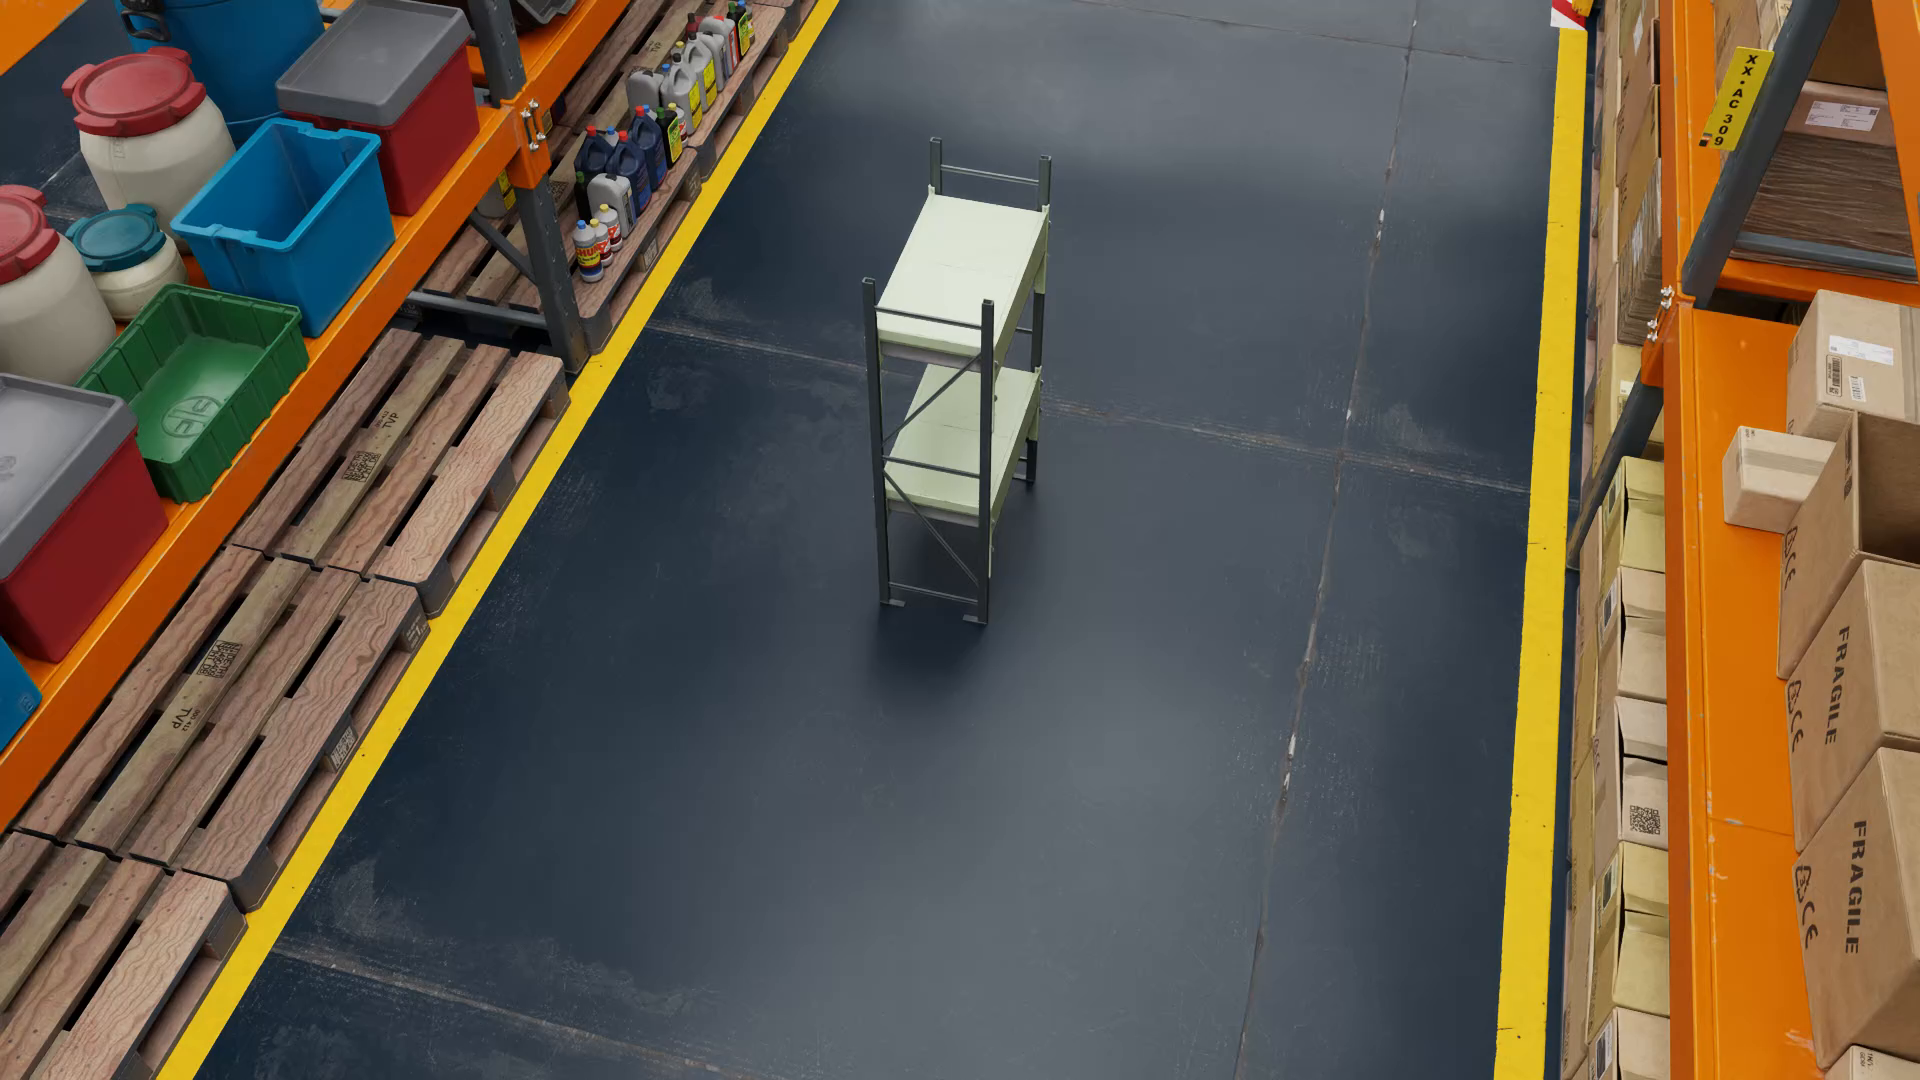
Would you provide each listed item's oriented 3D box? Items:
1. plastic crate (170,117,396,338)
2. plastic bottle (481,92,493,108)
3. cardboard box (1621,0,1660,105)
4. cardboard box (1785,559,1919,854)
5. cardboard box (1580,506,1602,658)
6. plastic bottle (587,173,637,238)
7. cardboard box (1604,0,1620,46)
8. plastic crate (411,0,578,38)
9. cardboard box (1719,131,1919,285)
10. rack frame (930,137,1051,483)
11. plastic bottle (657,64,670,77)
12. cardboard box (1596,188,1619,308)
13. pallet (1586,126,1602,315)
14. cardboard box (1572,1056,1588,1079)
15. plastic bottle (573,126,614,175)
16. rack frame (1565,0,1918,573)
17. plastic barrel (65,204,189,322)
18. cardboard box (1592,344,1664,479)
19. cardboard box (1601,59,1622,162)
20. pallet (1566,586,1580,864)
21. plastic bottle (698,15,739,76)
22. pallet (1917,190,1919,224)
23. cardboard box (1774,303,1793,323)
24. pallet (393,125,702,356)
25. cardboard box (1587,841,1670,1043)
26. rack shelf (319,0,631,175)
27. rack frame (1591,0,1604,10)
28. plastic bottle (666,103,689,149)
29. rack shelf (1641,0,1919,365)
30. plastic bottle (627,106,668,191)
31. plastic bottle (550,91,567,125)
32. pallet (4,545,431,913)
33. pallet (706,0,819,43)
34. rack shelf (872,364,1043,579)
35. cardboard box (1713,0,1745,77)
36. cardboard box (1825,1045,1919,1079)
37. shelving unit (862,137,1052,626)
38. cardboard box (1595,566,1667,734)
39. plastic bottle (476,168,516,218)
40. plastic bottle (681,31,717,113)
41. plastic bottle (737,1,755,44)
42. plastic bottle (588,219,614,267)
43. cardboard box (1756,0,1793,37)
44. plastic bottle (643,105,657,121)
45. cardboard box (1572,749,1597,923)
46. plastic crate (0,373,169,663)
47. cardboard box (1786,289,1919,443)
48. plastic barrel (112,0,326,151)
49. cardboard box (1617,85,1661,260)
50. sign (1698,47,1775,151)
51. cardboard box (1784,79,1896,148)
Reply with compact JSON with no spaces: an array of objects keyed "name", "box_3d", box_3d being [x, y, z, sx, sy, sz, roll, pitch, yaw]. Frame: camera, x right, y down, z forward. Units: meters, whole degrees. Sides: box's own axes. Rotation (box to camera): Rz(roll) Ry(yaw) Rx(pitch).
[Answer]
[{"name":"plastic crate","box_3d":[-2.030,-0.944,5.093,0.392,0.384,0.575,12,50,10]},{"name":"plastic bottle","box_3d":[-2.095,-1.843,7.394,0.061,0.283,0.133,15,50,13]},{"name":"cardboard box","box_3d":[3.186,-2.129,7.182,0.500,0.500,0.500,12,50,10]},{"name":"cardboard box","box_3d":[2.250,0.434,3.800,0.500,0.500,0.500,12,50,10]},{"name":"cardboard box","box_3d":[2.393,0.185,5.640,0.500,0.250,0.500,10,49,9]},{"name":"plastic bottle","box_3d":[-1.474,-1.436,7.040,0.152,0.276,0.135,13,50,11]},{"name":"cardboard box","box_3d":[3.435,-2.607,8.104,0.500,0.250,0.500,12,50,10]},{"name":"plastic crate","box_3d":[-1.779,-2.142,6.181,0.767,0.338,0.504,12,50,10]},{"name":"cardboard box","box_3d":[2.849,-1.184,5.227,0.700,0.500,0.500,10,49,9]},{"name":"rack frame","box_3d":[0.098,-0.766,5.926,0.400,1.500,0.023,12,50,10]},{"name":"plastic bottle","box_3d":[-1.344,-2.101,7.677,0.097,0.201,0.097,0,49,0]},{"name":"cardboard box","box_3d":[2.908,-1.160,6.827,0.500,0.250,0.500,12,50,10]},{"name":"pallet","box_3d":[3.307,-1.358,7.308,1.003,0.211,1.213,12,50,10]},{"name":"cardboard box","box_3d":[1.856,1.670,4.329,0.500,0.250,0.500,13,50,11]},{"name":"plastic bottle","box_3d":[-1.566,-1.608,7.142,0.144,0.351,0.185,12,50,10]},{"name":"rack frame","box_3d":[2.738,-0.828,4.980,1.000,3.000,0.127,12,50,10]},{"name":"plastic barrel","box_3d":[-2.536,-0.836,5.079,0.301,0.262,0.301,0,49,0]},{"name":"cardboard box","box_3d":[2.649,-0.436,6.188,0.500,0.250,0.500,12,50,10]},{"name":"cardboard box","box_3d":[3.175,-1.883,7.465,0.500,0.250,0.500,12,50,10]},{"name":"pallet","box_3d":[2.582,0.635,5.549,1.003,0.211,1.213,12,50,10]},{"name":"plastic bottle","box_3d":[-1.140,-2.354,7.850,0.152,0.276,0.135,12,50,10]},{"name":"pallet","box_3d":[2.069,-0.183,2.536,1.003,0.211,1.213,14,50,12]},{"name":"cardboard box","box_3d":[3.286,-0.943,6.135,0.500,0.500,0.500,12,50,10]},{"name":"pallet","box_3d":[-1.823,-1.363,7.313,1.003,0.211,1.213,12,50,10]},{"name":"cardboard box","box_3d":[1.986,1.119,4.442,0.500,0.311,0.500,13,50,11]},{"name":"rack shelf","box_3d":[-1.513,-3.017,7.392,1.077,0.370,4.000,12,50,10]},{"name":"rack frame","box_3d":[3.791,-3.722,7.534,1.000,3.000,0.127,12,50,10]},{"name":"plastic bottle","box_3d":[-1.280,-1.867,7.470,0.097,0.201,0.097,0,49,0]},{"name":"rack shelf","box_3d":[3.264,-2.037,6.527,1.077,0.370,4.000,12,50,10]},{"name":"plastic bottle","box_3d":[-1.377,-1.716,7.237,0.144,0.351,0.185,10,49,8]},{"name":"plastic bottle","box_3d":[-1.863,-2.047,7.574,0.061,0.283,0.133,12,50,10]},{"name":"pallet","box_3d":[-2.528,0.575,5.602,1.003,0.211,1.213,12,50,10]},{"name":"pallet","box_3d":[-1.181,-3.128,8.870,1.003,0.211,1.213,12,50,10]},{"name":"rack shelf","box_3d":[0.002,-0.285,5.936,0.431,0.370,0.720,12,50,10]},{"name":"cardboard box","box_3d":[3.117,-1.929,5.885,0.700,0.500,0.500,12,50,11]},{"name":"cardboard box","box_3d":[1.967,1.214,3.345,0.380,0.149,0.250,15,50,13]},{"name":"shelving unit","box_3d":[0.002,-0.501,5.692,0.431,1.500,0.755,12,50,10]},{"name":"cardboard box","box_3d":[2.252,0.368,5.105,0.500,0.311,0.500,11,49,10]},{"name":"plastic bottle","box_3d":[-2.009,-1.572,7.110,0.144,0.351,0.185,12,50,10]},{"name":"plastic bottle","box_3d":[-1.216,-2.158,7.627,0.144,0.351,0.185,13,50,12]},{"name":"plastic bottle","box_3d":[-1.047,-2.507,8.035,0.097,0.201,0.097,0,49,0]},{"name":"plastic bottle","box_3d":[-1.506,-1.246,6.922,0.097,0.201,0.097,0,49,0]},{"name":"cardboard box","box_3d":[2.736,-1.684,5.236,0.380,0.149,0.250,10,49,9]},{"name":"plastic bottle","box_3d":[-1.375,-1.804,7.367,0.097,0.271,0.097,0,49,0]},{"name":"cardboard box","box_3d":[2.123,0.930,4.982,0.500,0.250,0.500,10,49,9]},{"name":"plastic crate","box_3d":[-2.372,-0.045,4.246,0.402,0.464,0.583,12,50,10]},{"name":"cardboard box","box_3d":[2.651,-0.414,4.715,0.500,0.250,0.500,14,50,12]},{"name":"plastic barrel","box_3d":[-2.434,-1.755,5.464,0.600,0.901,0.708,12,50,10]},{"name":"cardboard box","box_3d":[2.920,-1.406,6.544,0.500,0.500,0.500,12,50,10]},{"name":"sign","box_3d":[2.202,-1.250,4.722,0.100,0.325,0.005,12,50,10]},{"name":"cardboard box","box_3d":[2.603,-1.315,4.911,0.380,0.149,0.250,12,50,10]}]
